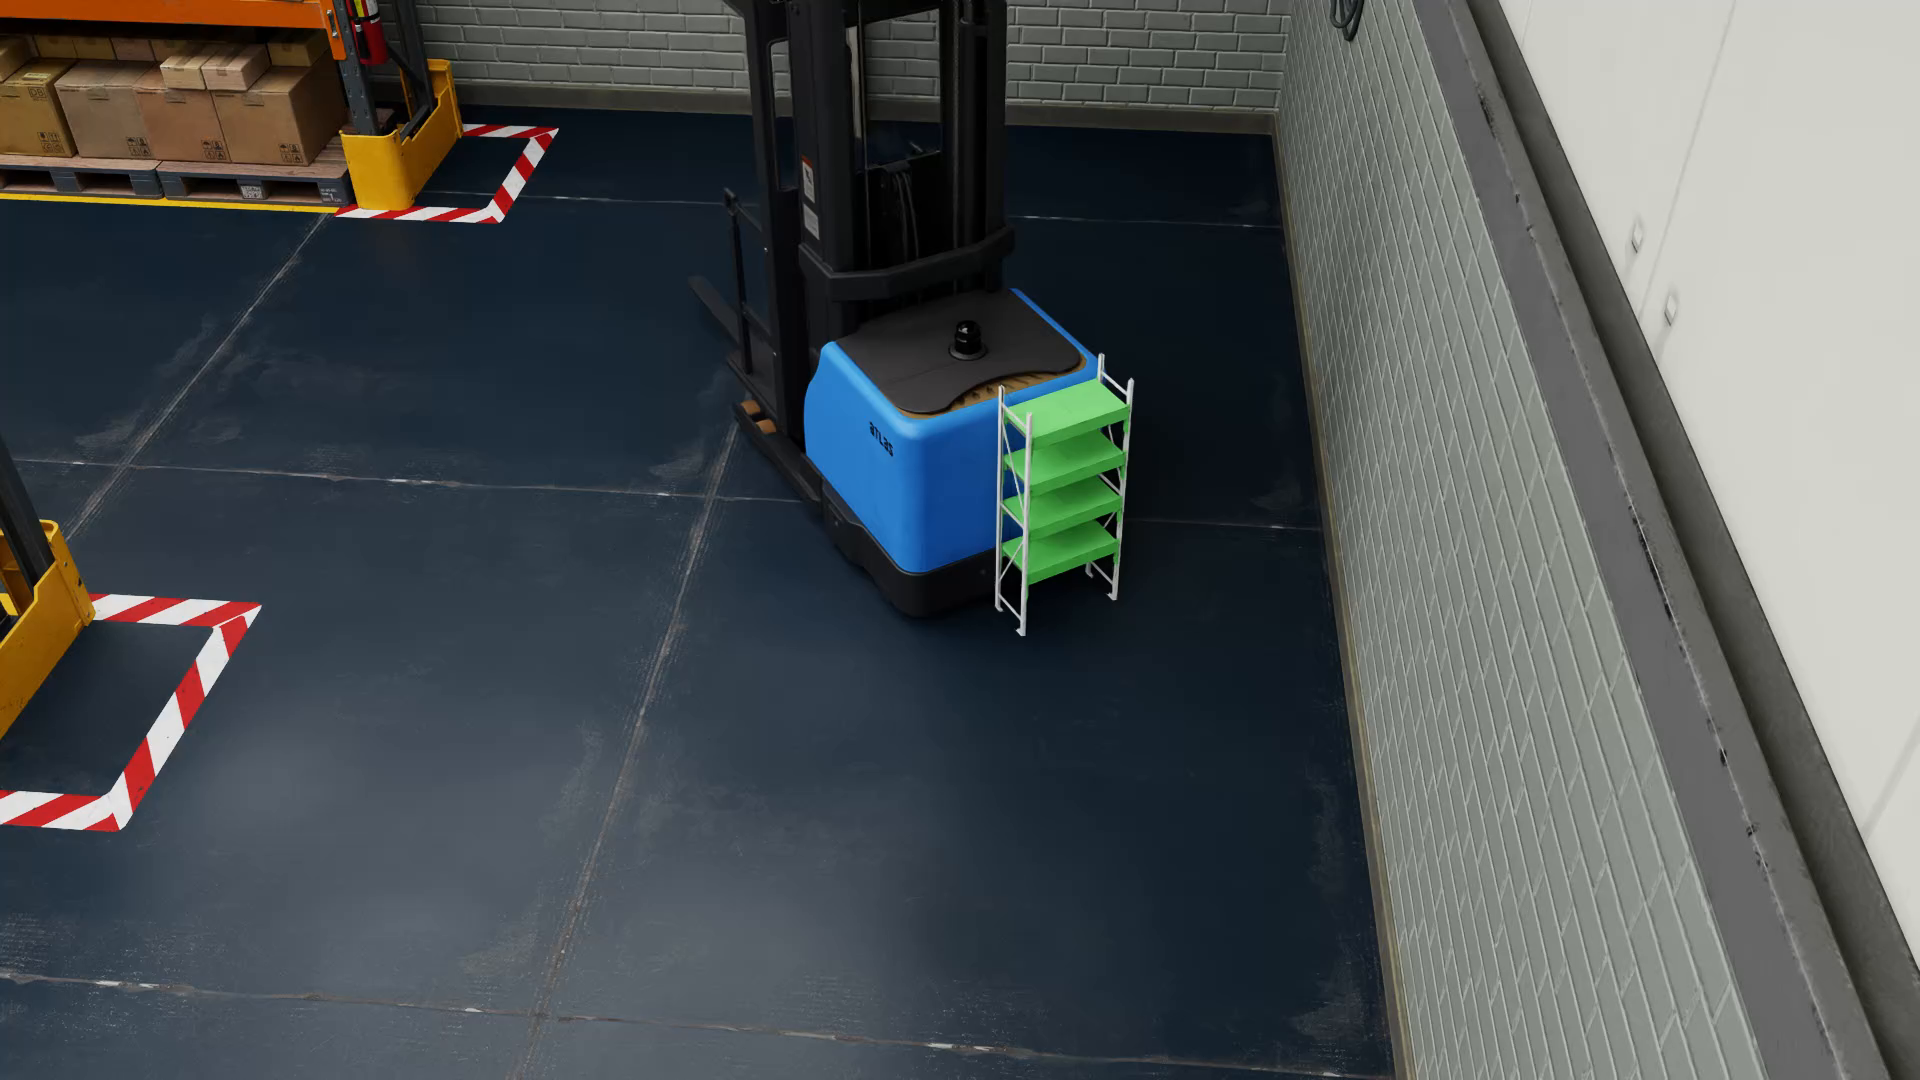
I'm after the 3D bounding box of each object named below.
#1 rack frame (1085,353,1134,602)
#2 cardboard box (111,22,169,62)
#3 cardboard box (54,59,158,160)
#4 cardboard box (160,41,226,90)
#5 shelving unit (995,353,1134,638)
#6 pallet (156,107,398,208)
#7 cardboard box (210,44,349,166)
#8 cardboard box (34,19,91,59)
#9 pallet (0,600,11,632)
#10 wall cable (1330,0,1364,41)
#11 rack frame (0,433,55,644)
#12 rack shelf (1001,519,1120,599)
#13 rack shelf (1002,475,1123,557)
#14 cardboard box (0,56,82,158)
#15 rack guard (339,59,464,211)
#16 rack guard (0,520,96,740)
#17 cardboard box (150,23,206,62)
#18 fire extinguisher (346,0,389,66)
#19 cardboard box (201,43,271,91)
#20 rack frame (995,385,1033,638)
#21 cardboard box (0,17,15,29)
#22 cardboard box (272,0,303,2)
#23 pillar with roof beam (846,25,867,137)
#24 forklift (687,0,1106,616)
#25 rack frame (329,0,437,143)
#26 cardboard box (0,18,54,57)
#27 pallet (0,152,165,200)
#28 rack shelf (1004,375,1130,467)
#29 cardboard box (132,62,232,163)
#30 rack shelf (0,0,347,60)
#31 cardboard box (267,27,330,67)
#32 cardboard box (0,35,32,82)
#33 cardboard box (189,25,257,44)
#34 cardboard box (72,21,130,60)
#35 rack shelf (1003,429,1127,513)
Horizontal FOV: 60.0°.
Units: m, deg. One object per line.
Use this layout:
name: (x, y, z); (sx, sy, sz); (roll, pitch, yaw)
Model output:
rack frame: (0.649, -0.252, 7.280); (0.015, 1.200, 0.240); (-20, 43, -23)
cardboard box: (-5.190, -3.203, 10.613); (0.250, 0.149, 0.380); (4, 39, 4)
cardboard box: (-5.324, -2.832, 10.672); (0.500, 0.500, 0.700); (2, 39, 2)
cardboard box: (-4.722, -2.936, 10.285); (0.250, 0.149, 0.380); (4, 39, 5)
shelving unit: (0.437, -0.176, 7.186); (0.503, 1.200, 0.258); (-20, 43, -23)
pallet: (-4.421, -2.522, 10.852); (1.213, 0.211, 1.003); (3, 39, 4)
cardboard box: (-4.324, -2.778, 10.605); (0.500, 0.500, 0.700); (3, 39, 4)
cardboard box: (-5.698, -3.231, 10.647); (0.250, 0.149, 0.380); (2, 39, 3)
pallet: (-4.912, 0.541, 7.089); (1.213, 0.211, 1.003); (3, 39, 4)
wall cable: (1.986, -4.199, 8.411); (0.112, 2.526, 3.097); (3, 39, 4)
rack frame: (-4.042, -0.494, 6.151); (0.127, 3.000, 1.000); (3, 39, 4)
rack shelf: (0.437, 0.060, 7.378); (0.480, 0.148, 0.258); (-20, 43, -23)
rack shelf: (0.437, -0.126, 7.226); (0.480, 0.148, 0.258); (-20, 43, -23)
cardboard box: (-5.855, -2.857, 10.702); (0.500, 0.500, 0.700); (4, 39, 5)
rack guard: (-3.594, -2.639, 10.766); (0.348, 0.500, 1.175); (3, 39, 4)
rack guard: (-4.117, 0.471, 6.945); (0.348, 0.500, 1.175); (3, 39, 4)
cardboard box: (-4.936, -3.190, 10.597); (0.250, 0.149, 0.380); (3, 39, 4)
fire extinguisher: (-3.508, -3.137, 9.754); (0.183, 0.674, 0.296); (3, 39, 4)
cardboard box: (-4.468, -2.922, 10.268); (0.250, 0.149, 0.380); (3, 39, 3)
rack frame: (0.225, -0.099, 7.092); (0.015, 1.200, 0.240); (-20, 43, -23)
cardboard box: (-6.206, -3.259, 10.681); (0.250, 0.149, 0.380); (2, 39, 2)
cardboard box: (-4.127, -3.747, 9.911); (0.700, 0.700, 0.980); (5, 39, 6)
pillar with roof beam: (-1.225, -3.626, 5.247); (0.400, 9.000, 9.100); (3, 39, 4)
forklift: (-0.510, -1.713, 7.703); (1.130, 2.935, 3.031); (-19, 43, -22)
rack frame: (-3.618, -3.610, 9.979); (0.127, 3.000, 1.000); (3, 39, 4)
cardboard box: (-5.955, -3.244, 10.664); (0.250, 0.149, 0.380); (4, 39, 4)
pallet: (-5.633, -2.591, 10.936); (1.213, 0.211, 1.003); (3, 39, 4)
rack shelf: (0.437, -0.499, 6.923); (0.480, 0.148, 0.258); (-20, 43, -23)
cardboard box: (-4.822, -2.805, 10.639); (0.500, 0.500, 0.700); (3, 39, 4)
rack shelf: (-5.611, -3.440, 10.340); (4.000, 0.370, 1.077); (3, 39, 4)
cardboard box: (-4.182, -3.149, 10.546); (0.250, 0.149, 0.380); (3, 39, 4)
cardboard box: (-6.021, -3.006, 10.370); (0.250, 0.149, 0.380); (2, 39, 3)
cardboard box: (-4.687, -3.176, 10.580); (0.250, 0.149, 0.380); (3, 39, 4)
cardboard box: (-5.445, -3.217, 10.630); (0.250, 0.149, 0.380); (4, 39, 4)
rack shelf: (0.437, -0.312, 7.075); (0.480, 0.148, 0.258); (-20, 43, -23)
